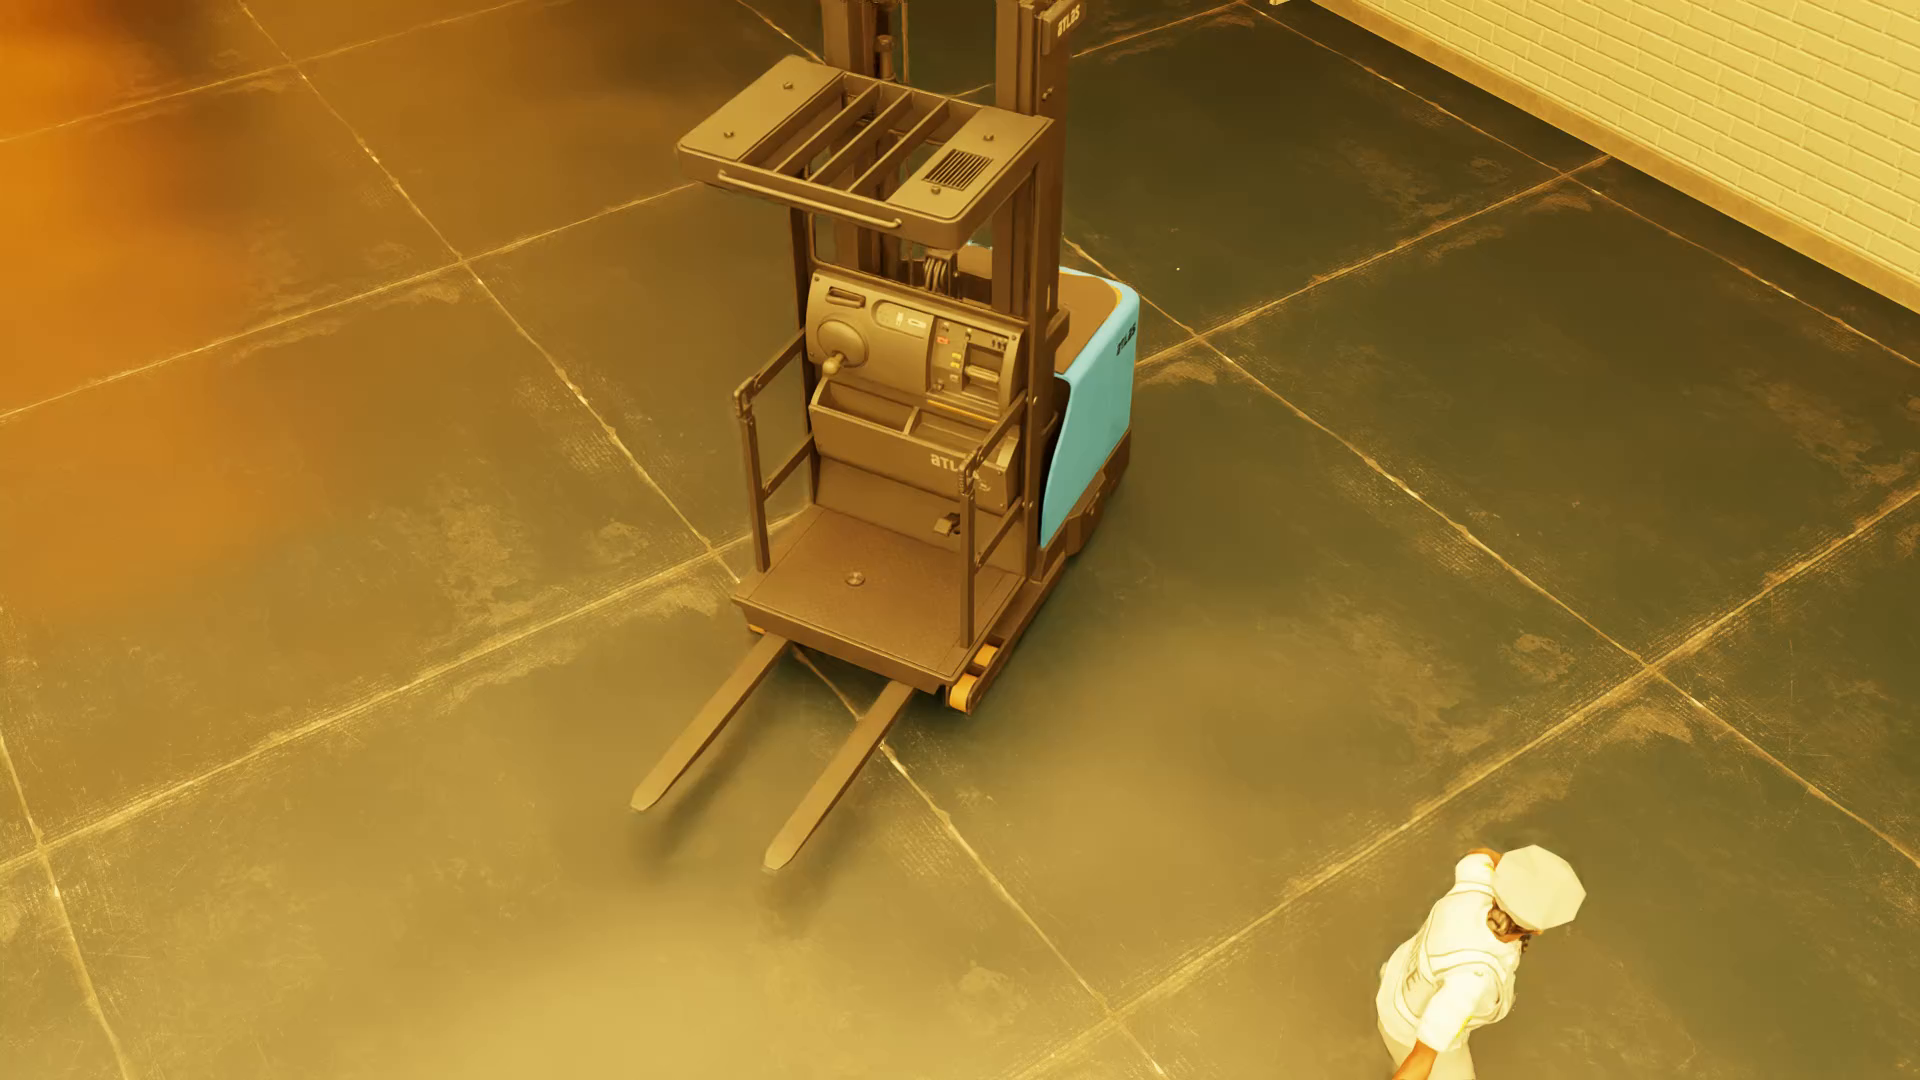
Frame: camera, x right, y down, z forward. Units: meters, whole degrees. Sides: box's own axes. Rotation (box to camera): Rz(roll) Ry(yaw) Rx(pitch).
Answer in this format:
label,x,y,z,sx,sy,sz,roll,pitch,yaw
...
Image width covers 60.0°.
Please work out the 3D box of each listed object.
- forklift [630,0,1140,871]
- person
label,x,y,z,sx,sy,sz,roll,pitch,yaw
forklift,-0.290,-0.695,6.469,1.130,2.935,3.031,19,46,20
person,1.515,1.523,5.175,0.525,1.577,1.106,19,46,20
